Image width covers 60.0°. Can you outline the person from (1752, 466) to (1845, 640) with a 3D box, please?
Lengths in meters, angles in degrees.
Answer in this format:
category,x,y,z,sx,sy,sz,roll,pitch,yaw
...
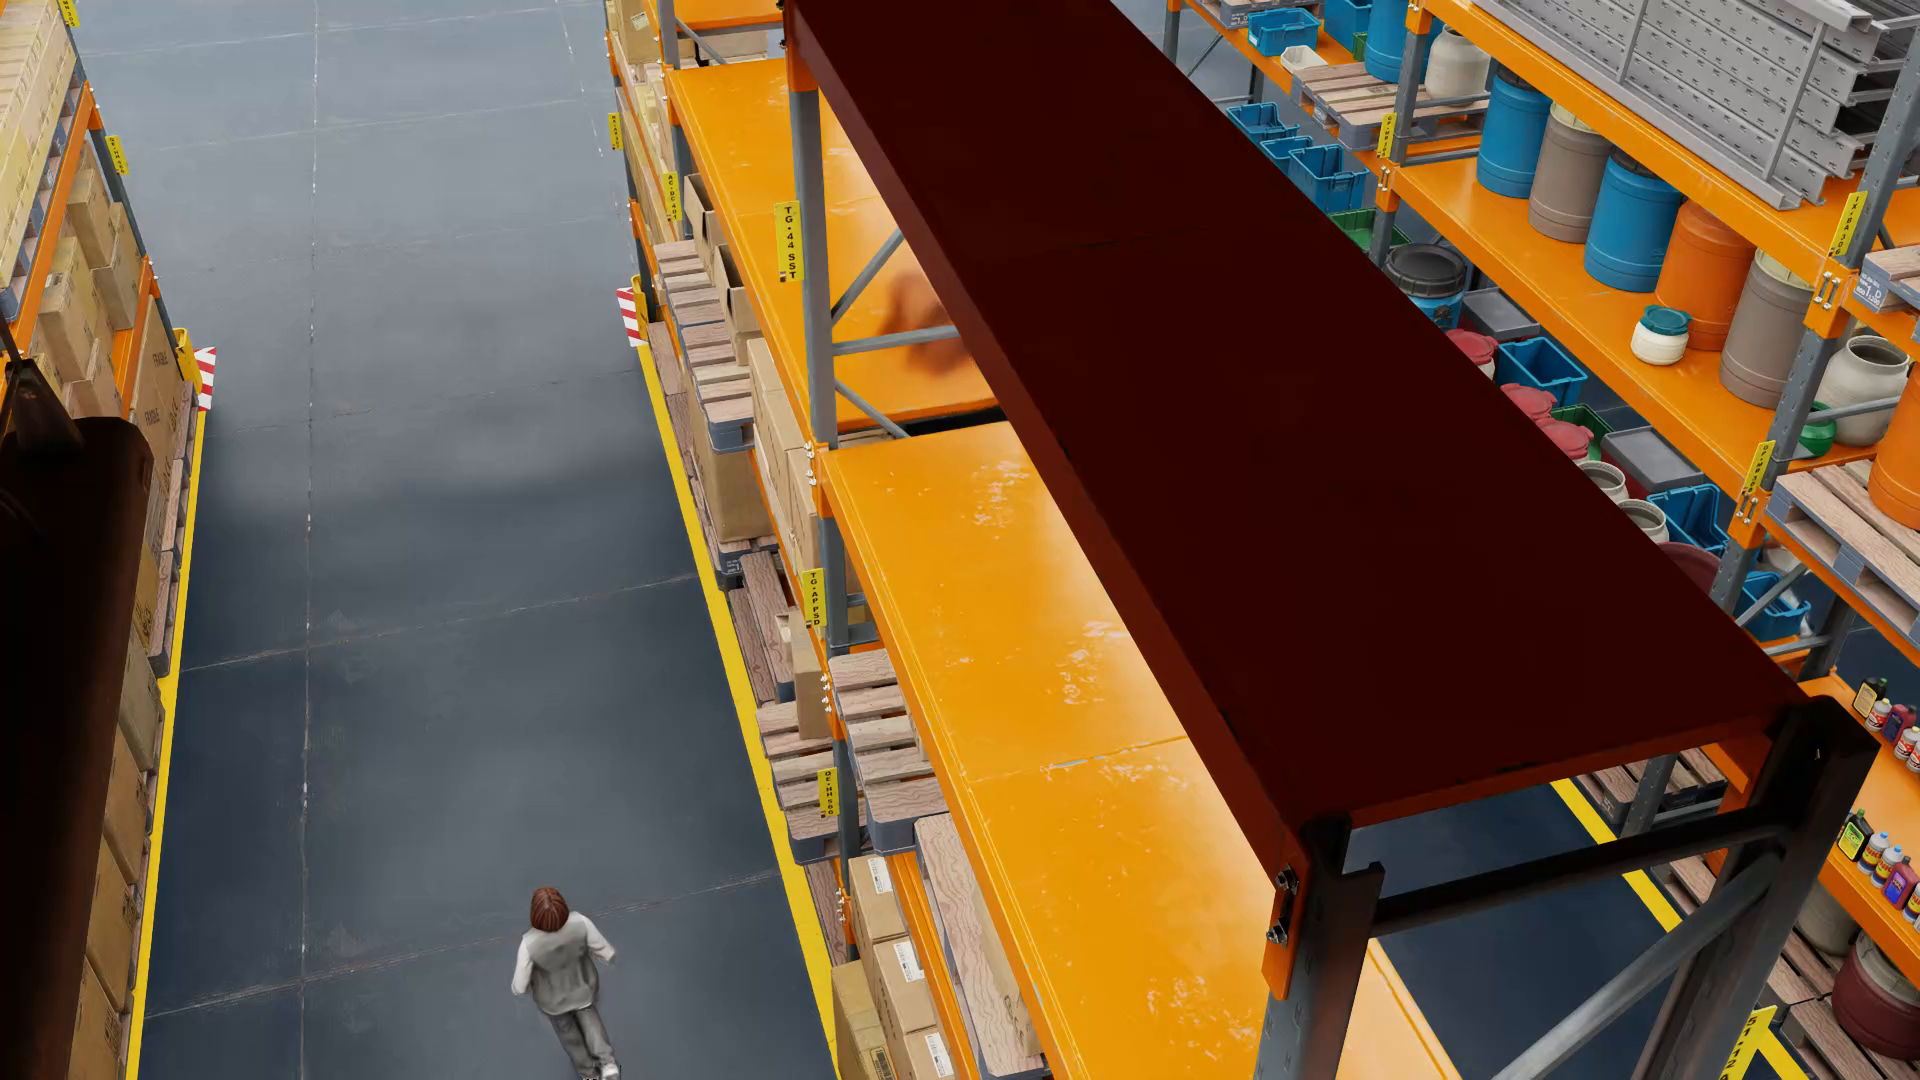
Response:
category,x,y,z,sx,sy,sz,roll,pitch,yaw
person,5.642,0.096,11.304,0.649,1.737,0.595,-14,41,-17

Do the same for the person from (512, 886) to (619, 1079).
category,x,y,z,sx,sy,sz,roll,pitch,yaw
person,-2.020,2.359,8.612,0.538,1.557,0.549,-18,42,-22
